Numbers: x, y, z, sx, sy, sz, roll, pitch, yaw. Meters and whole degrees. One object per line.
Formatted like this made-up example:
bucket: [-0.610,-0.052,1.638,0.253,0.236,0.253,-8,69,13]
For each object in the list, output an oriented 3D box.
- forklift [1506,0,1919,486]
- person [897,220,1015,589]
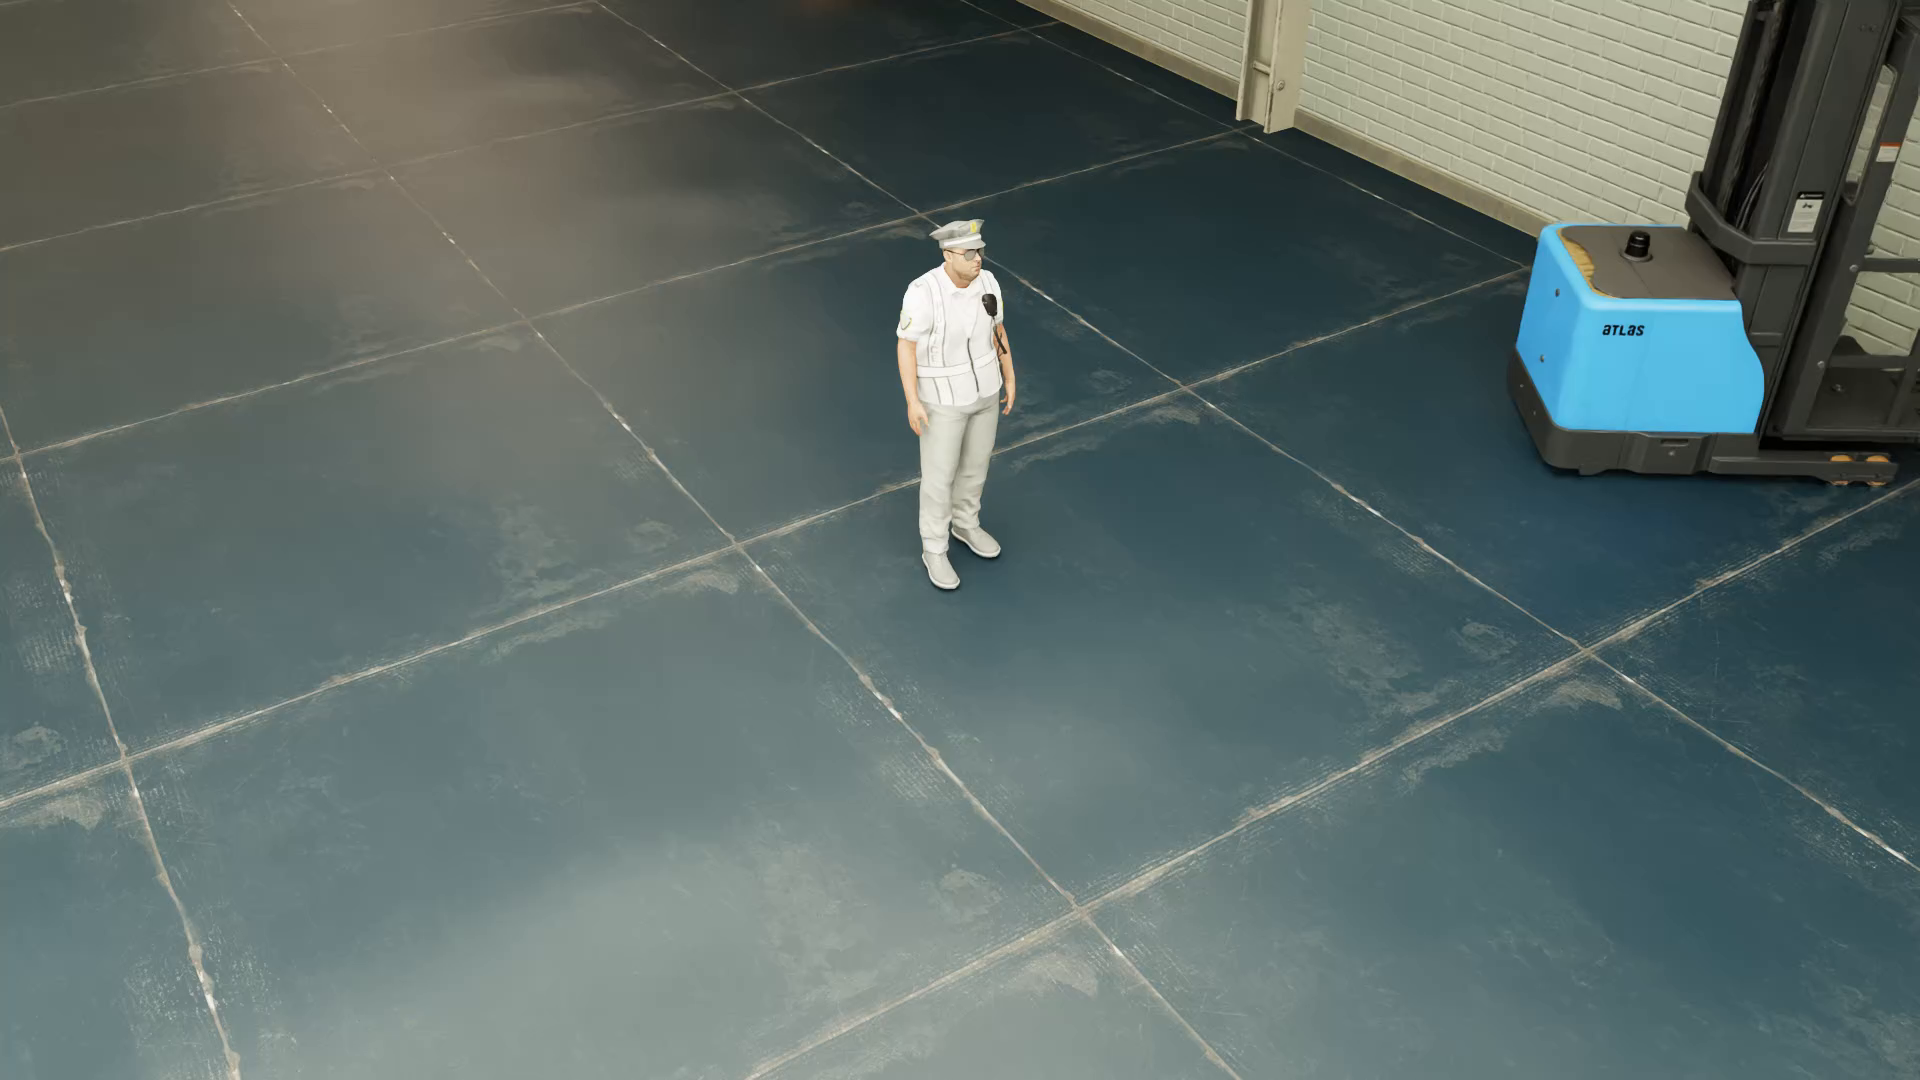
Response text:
forklift: [4.753,-1.807,8.719,3.031,2.935,1.130,1,35,2]
person: [0.032,-0.694,8.122,0.640,1.781,0.575,-21,40,-27]
